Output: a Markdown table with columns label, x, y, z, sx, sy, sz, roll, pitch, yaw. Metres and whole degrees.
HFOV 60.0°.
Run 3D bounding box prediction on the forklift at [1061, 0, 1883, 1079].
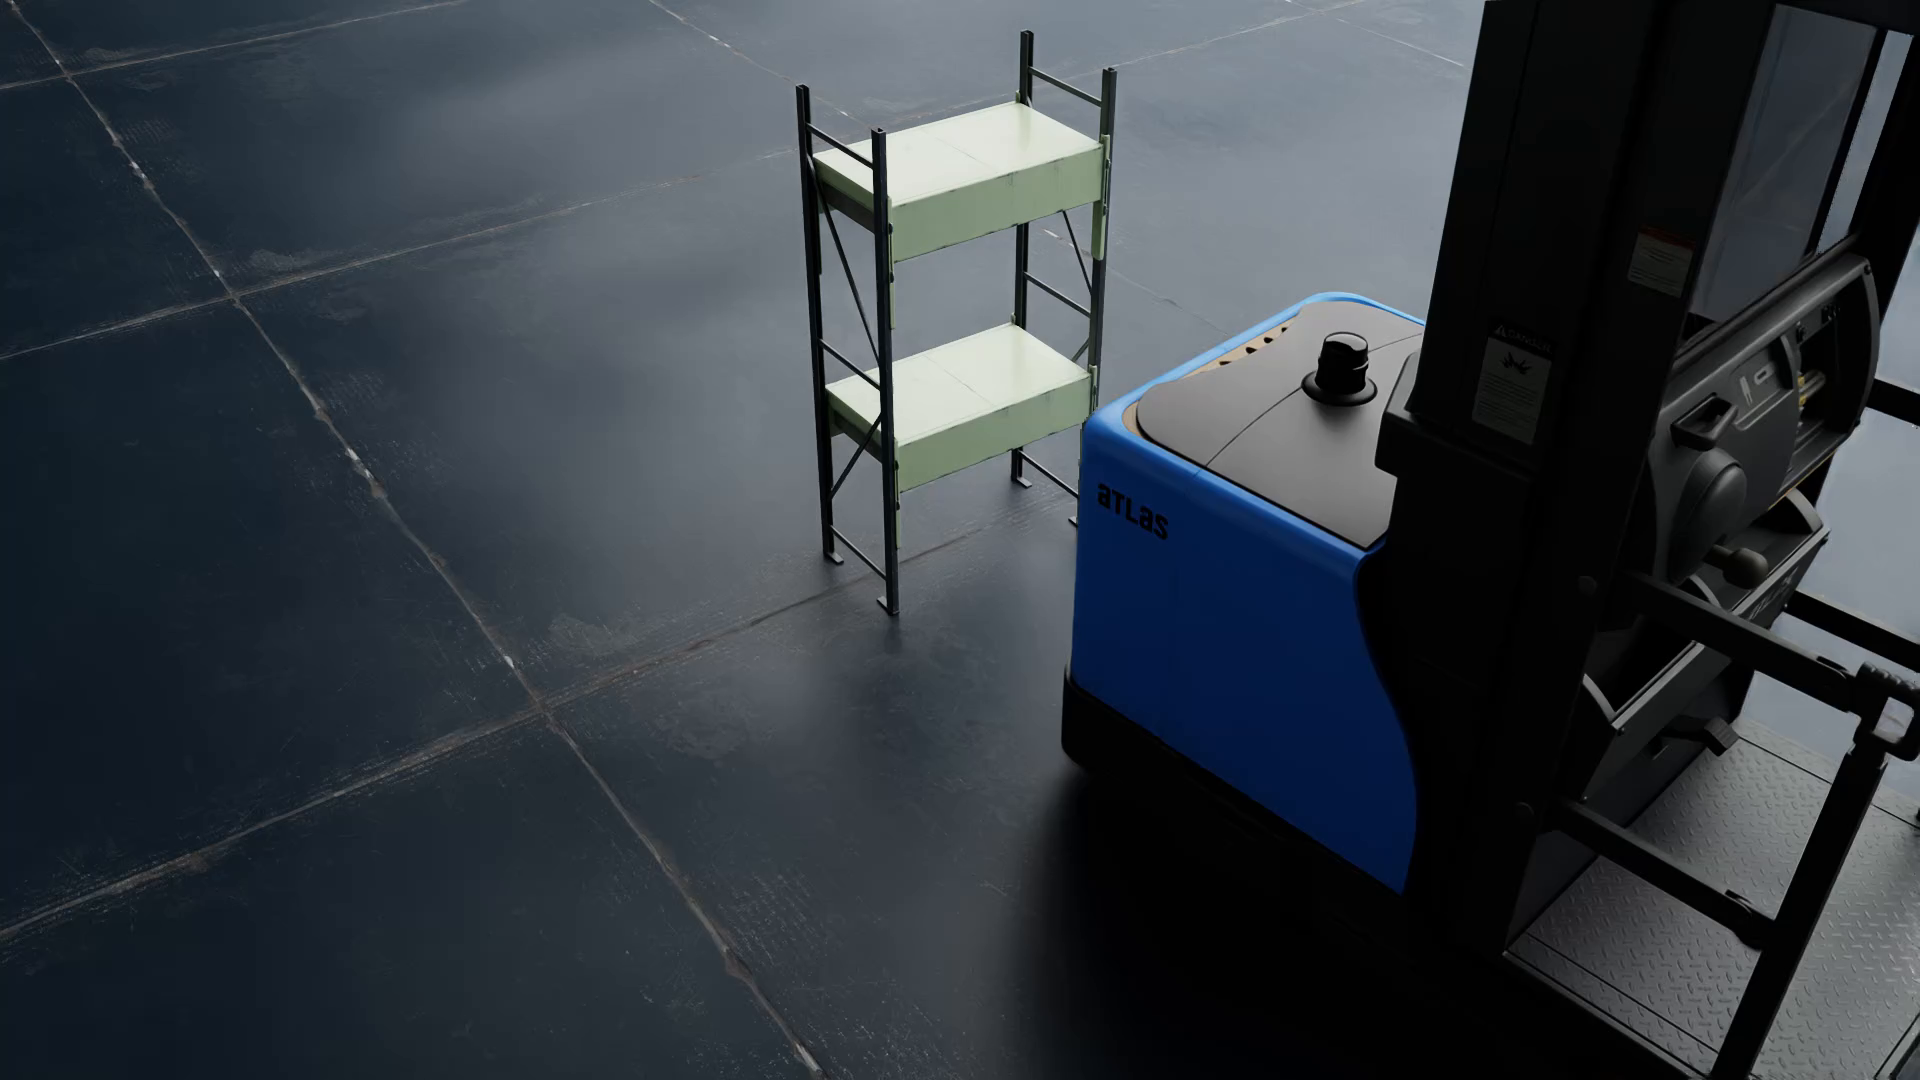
| label | x | y | z | sx | sy | sz | roll | pitch | yaw |
| --- | --- | --- | --- | --- | --- | --- | --- | --- | --- |
| forklift | 1.649 | -0.174 | 2.981 | 1.130 | 2.935 | 3.031 | -29 | 45 | -34 |

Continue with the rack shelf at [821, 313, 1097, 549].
| label | x | y | z | sx | sy | sz | roll | pitch | yaw |
| --- | --- | --- | --- | --- | --- | --- | --- | --- | --- |
| rack shelf | -0.005 | -0.342 | 4.999 | 0.720 | 0.370 | 0.431 | -22 | 41 | -28 |

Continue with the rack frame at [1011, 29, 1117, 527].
| label | x | y | z | sx | sy | sz | roll | pitch | yaw |
| --- | --- | --- | --- | --- | --- | --- | --- | --- | --- |
| rack frame | 0.294 | -0.730 | 4.980 | 0.023 | 1.500 | 0.400 | -22 | 41 | -28 |

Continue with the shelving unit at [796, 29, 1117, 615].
| label | x | y | z | sx | sy | sz | roll | pitch | yaw |
| --- | --- | --- | --- | --- | --- | --- | --- | --- | --- |
| shelving unit | -0.005 | -0.607 | 4.809 | 0.755 | 1.500 | 0.431 | -22 | 41 | -28 |

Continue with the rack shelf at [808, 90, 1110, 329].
| label | x | y | z | sx | sy | sz | roll | pitch | yaw |
| --- | --- | --- | --- | --- | --- | --- | --- | --- | --- |
| rack shelf | -0.005 | -0.923 | 4.581 | 0.720 | 0.370 | 0.431 | -22 | 41 | -28 |

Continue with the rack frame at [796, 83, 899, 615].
| label | x | y | z | sx | sy | sz | roll | pitch | yaw |
| --- | --- | --- | --- | --- | --- | --- | --- | --- | --- |
| rack frame | -0.305 | -0.484 | 4.638 | 0.023 | 1.500 | 0.400 | -22 | 41 | -28 |
